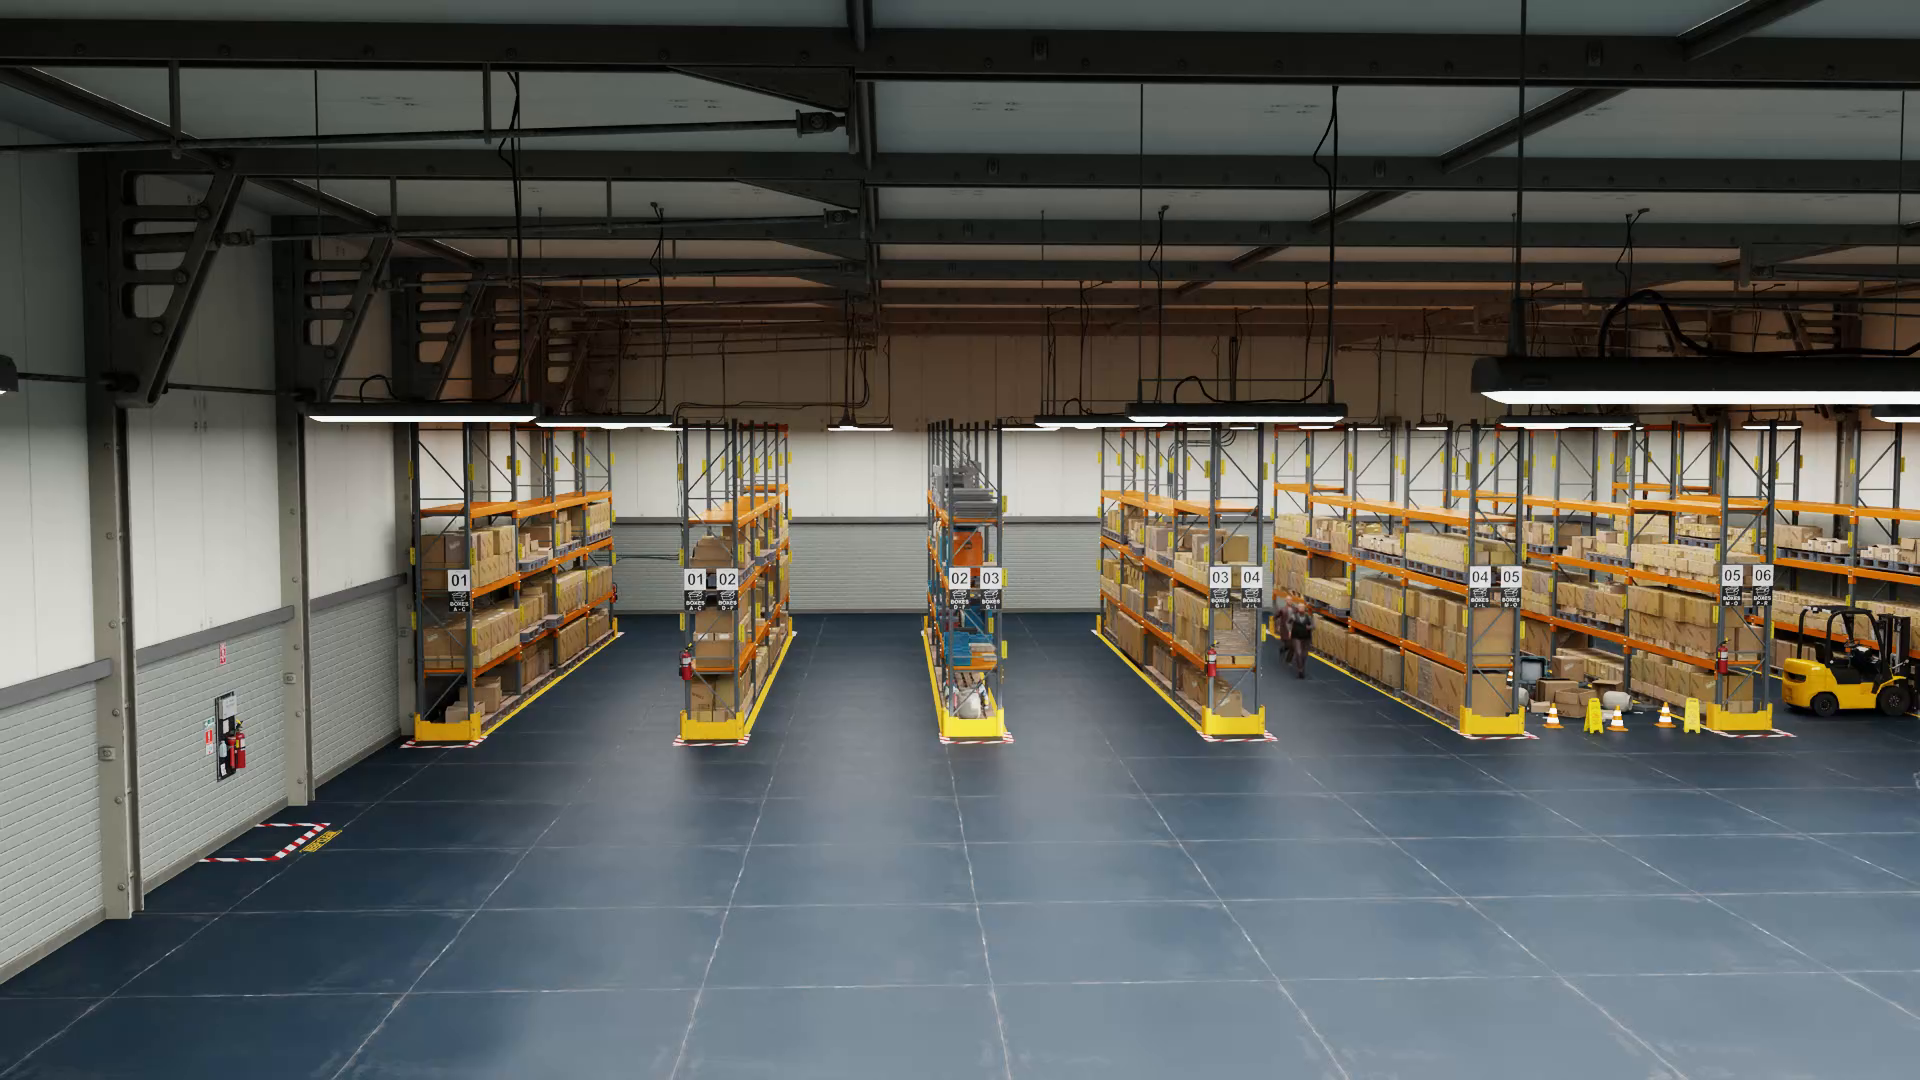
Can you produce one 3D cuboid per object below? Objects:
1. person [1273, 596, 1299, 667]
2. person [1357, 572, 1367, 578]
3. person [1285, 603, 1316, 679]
[{"bbox_3d":[8.085,2.243,40.924,0.710,1.733,0.637,0,4,-6],"label":"person"},{"bbox_3d":[12.017,1.767,49.263,0.740,1.660,0.612,0,4,2],"label":"person"},{"bbox_3d":[8.006,2.340,39.023,0.655,1.710,0.966,0,4,-3],"label":"person"}]
